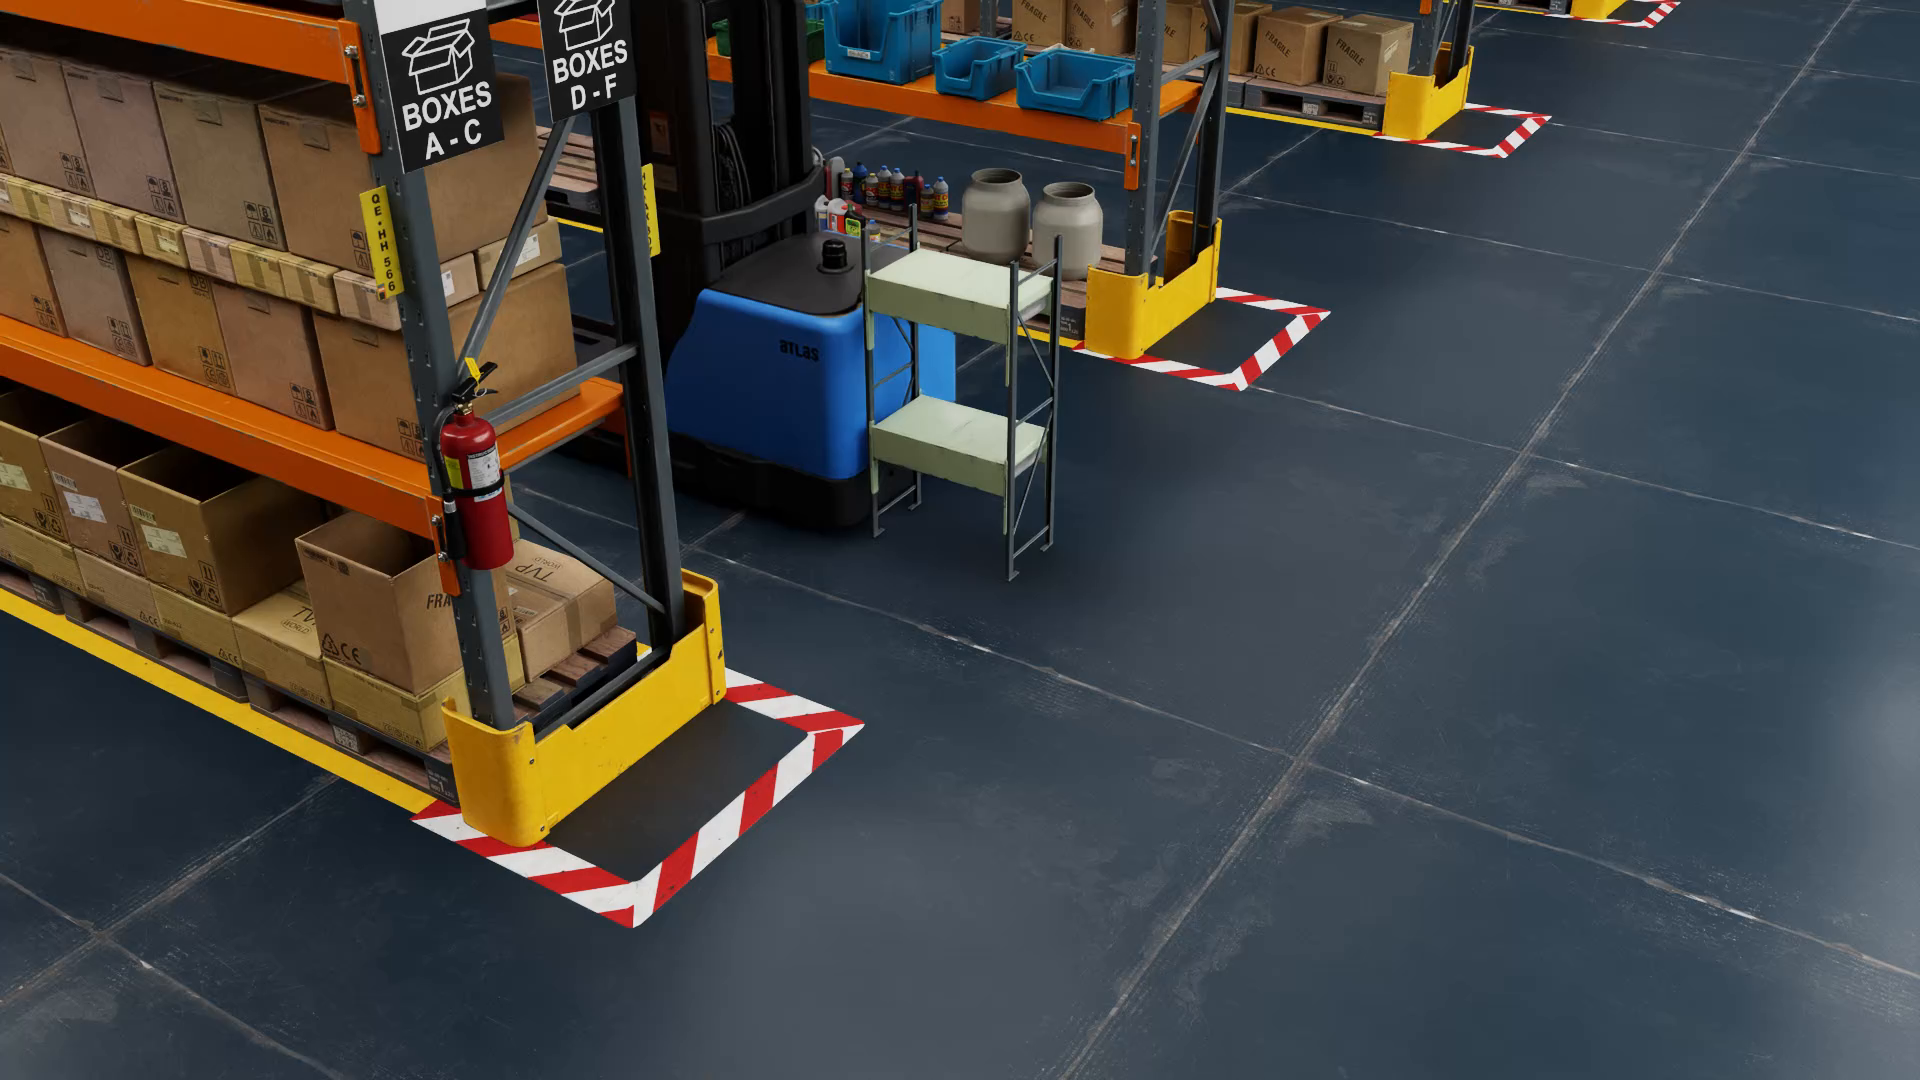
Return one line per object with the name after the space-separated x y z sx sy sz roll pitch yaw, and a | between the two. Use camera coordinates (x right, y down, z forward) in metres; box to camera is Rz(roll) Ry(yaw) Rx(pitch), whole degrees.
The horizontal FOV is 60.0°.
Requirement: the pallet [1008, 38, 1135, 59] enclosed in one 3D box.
1.077 -4.425 15.126 1.213 0.211 1.003 18 35 27 | pallet

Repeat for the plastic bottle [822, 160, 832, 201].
-0.930 -2.419 11.179 0.133 0.283 0.061 18 35 27 | plastic bottle

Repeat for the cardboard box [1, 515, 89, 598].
-3.707 -0.035 7.146 0.500 0.250 0.500 18 35 27 | cardboard box

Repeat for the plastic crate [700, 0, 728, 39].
-1.768 -3.459 10.765 0.504 0.338 0.767 18 35 27 | plastic crate

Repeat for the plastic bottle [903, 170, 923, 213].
-0.308 -2.313 10.997 0.133 0.283 0.061 18 35 28 | plastic bottle

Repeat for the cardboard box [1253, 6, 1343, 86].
2.833 -4.145 13.942 0.500 0.500 0.500 -25 38 -36 | cardboard box

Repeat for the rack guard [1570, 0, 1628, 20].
6.620 -5.727 17.070 0.348 0.500 1.175 18 35 27 | rack guard

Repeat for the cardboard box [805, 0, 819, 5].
-1.360 -5.513 16.268 0.500 0.500 0.700 21 36 31 | cardboard box

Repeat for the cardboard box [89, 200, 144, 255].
-2.915 -1.187 6.064 0.250 0.149 0.380 19 35 29 | cardboard box

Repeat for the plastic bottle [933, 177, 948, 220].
-0.126 -2.239 10.883 0.097 0.271 0.097 0 30 0 | plastic bottle

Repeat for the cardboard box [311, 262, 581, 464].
-1.781 -0.670 5.822 0.500 0.500 0.700 18 35 27 | cardboard box

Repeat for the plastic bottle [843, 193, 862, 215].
-0.687 -2.056 10.556 0.133 0.283 0.061 18 35 27 | plastic bottle

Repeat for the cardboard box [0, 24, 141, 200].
-3.126 -1.652 6.218 0.500 0.500 0.700 18 35 27 | cardboard box

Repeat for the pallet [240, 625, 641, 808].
-2.062 0.521 6.647 1.213 0.211 1.003 18 35 27 | pallet

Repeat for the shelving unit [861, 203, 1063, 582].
0.006 -0.646 7.369 0.755 1.500 0.431 18 35 27 | shelving unit

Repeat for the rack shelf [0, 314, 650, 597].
-3.086 -0.721 6.723 4.000 0.370 1.077 18 35 27 | rack shelf

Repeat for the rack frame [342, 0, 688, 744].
-1.392 -0.496 5.623 0.127 3.000 1.000 18 35 27 | rack frame

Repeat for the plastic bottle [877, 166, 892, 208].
-0.501 -2.358 11.086 0.097 0.271 0.097 0 30 0 | plastic bottle

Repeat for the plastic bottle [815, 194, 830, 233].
-0.861 -2.044 10.543 0.135 0.276 0.152 17 34 26 | plastic bottle

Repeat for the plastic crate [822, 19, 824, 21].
-0.634 -3.240 10.588 0.437 0.136 0.530 18 35 27 | plastic crate

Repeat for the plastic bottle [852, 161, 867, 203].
-0.673 -2.412 11.179 0.097 0.271 0.097 0 30 0 | plastic bottle

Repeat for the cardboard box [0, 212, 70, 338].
-3.528 -1.220 6.765 0.500 0.500 0.700 18 35 28 | cardboard box

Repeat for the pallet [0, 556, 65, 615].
-4.129 -0.132 7.767 1.213 0.211 1.003 18 35 27 | pallet

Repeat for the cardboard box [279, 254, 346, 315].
-2.040 -0.910 5.590 0.250 0.149 0.380 18 35 29 | cardboard box

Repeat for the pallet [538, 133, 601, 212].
-2.830 -2.670 12.117 1.213 0.211 1.003 18 35 27 | pallet

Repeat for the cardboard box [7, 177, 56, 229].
-3.342 -1.323 6.298 0.250 0.149 0.380 17 34 27 | cardboard box

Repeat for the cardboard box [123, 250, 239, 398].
-2.646 -0.944 6.292 0.500 0.500 0.700 18 35 28 | cardboard box

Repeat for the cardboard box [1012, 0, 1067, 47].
0.807 -4.772 15.017 0.500 0.500 0.500 16 34 26 | cardboard box

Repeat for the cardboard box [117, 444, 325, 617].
-2.860 -0.092 6.499 0.500 0.500 0.500 18 35 27 | cardboard box

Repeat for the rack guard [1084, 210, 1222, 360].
1.155 -1.530 9.876 0.348 0.500 1.175 18 35 27 | rack guard

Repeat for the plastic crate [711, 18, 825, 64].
-1.144 -3.105 10.306 0.662 0.188 0.450 18 35 27 | plastic crate

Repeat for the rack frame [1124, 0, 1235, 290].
1.244 -2.609 9.246 0.127 3.000 1.000 18 35 27 | rack frame

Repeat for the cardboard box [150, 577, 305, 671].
-2.858 0.231 6.690 0.500 0.250 0.500 18 35 27 | cardboard box

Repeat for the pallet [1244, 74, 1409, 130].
3.144 -3.772 14.006 1.213 0.211 1.003 18 35 27 | pallet

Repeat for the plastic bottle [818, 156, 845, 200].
-0.873 -2.462 11.259 0.135 0.276 0.152 18 35 28 | plastic bottle

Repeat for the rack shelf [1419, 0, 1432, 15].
2.183 -4.948 13.969 4.000 0.370 1.077 18 35 27 | rack shelf

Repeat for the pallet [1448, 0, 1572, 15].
5.881 -5.789 17.464 1.213 0.211 1.003 18 35 27 | pallet

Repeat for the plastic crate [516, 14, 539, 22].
-2.717 -3.707 11.065 0.583 0.464 0.402 18 35 27 | plastic crate

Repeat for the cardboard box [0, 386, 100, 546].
-3.707 -0.360 6.957 0.500 0.500 0.500 18 35 27 | cardboard box

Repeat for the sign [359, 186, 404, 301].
-1.693 -0.871 4.881 0.005 0.325 0.100 18 35 27 | sign

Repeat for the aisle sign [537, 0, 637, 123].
-1.174 -1.732 5.162 0.004 0.787 0.394 18 35 27 | aisle sign

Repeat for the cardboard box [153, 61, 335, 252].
-2.274 -1.383 5.757 0.500 0.500 0.700 17 34 26 | cardboard box

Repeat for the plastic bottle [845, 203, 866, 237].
-0.653 -1.954 10.382 0.133 0.283 0.061 18 35 29 | plastic bottle

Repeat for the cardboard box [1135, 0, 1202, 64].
1.864 -4.489 14.532 0.500 0.500 0.500 14 33 23 | cardboard box

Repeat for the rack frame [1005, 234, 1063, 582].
0.316 -0.548 7.201 0.023 1.500 0.400 18 35 27 | rack frame

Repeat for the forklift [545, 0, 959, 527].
-1.526 -1.874 8.053 3.031 2.935 1.130 18 35 27 | forklift

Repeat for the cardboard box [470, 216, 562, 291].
-1.610 -1.016 5.773 0.250 0.149 0.380 17 34 27 | cardboard box

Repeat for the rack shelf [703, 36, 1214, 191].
-0.450 -2.834 10.345 4.000 0.370 1.077 18 35 27 | rack shelf

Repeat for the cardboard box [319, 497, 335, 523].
-2.583 -0.314 6.879 0.500 0.500 0.500 18 35 27 | cardboard box

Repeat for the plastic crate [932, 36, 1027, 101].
0.114 -2.728 9.596 0.408 0.251 0.499 18 35 27 | plastic crate

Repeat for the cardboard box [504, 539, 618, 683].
-1.728 0.272 6.620 0.500 0.250 0.500 18 35 27 | cardboard box

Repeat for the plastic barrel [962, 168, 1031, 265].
0.222 -1.994 10.243 0.421 0.512 0.421 0 30 0 | plastic barrel

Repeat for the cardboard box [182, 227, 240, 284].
-2.468 -1.047 5.825 0.250 0.149 0.380 18 35 28 | cardboard box

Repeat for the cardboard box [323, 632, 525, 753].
-2.004 0.493 6.241 0.500 0.250 0.500 18 35 27 | cardboard box

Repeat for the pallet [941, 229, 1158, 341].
0.470 -1.625 10.326 1.213 0.211 1.003 18 35 27 | pallet

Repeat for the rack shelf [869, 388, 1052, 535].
0.006 -0.364 7.533 0.720 0.370 0.431 18 35 27 | rack shelf
